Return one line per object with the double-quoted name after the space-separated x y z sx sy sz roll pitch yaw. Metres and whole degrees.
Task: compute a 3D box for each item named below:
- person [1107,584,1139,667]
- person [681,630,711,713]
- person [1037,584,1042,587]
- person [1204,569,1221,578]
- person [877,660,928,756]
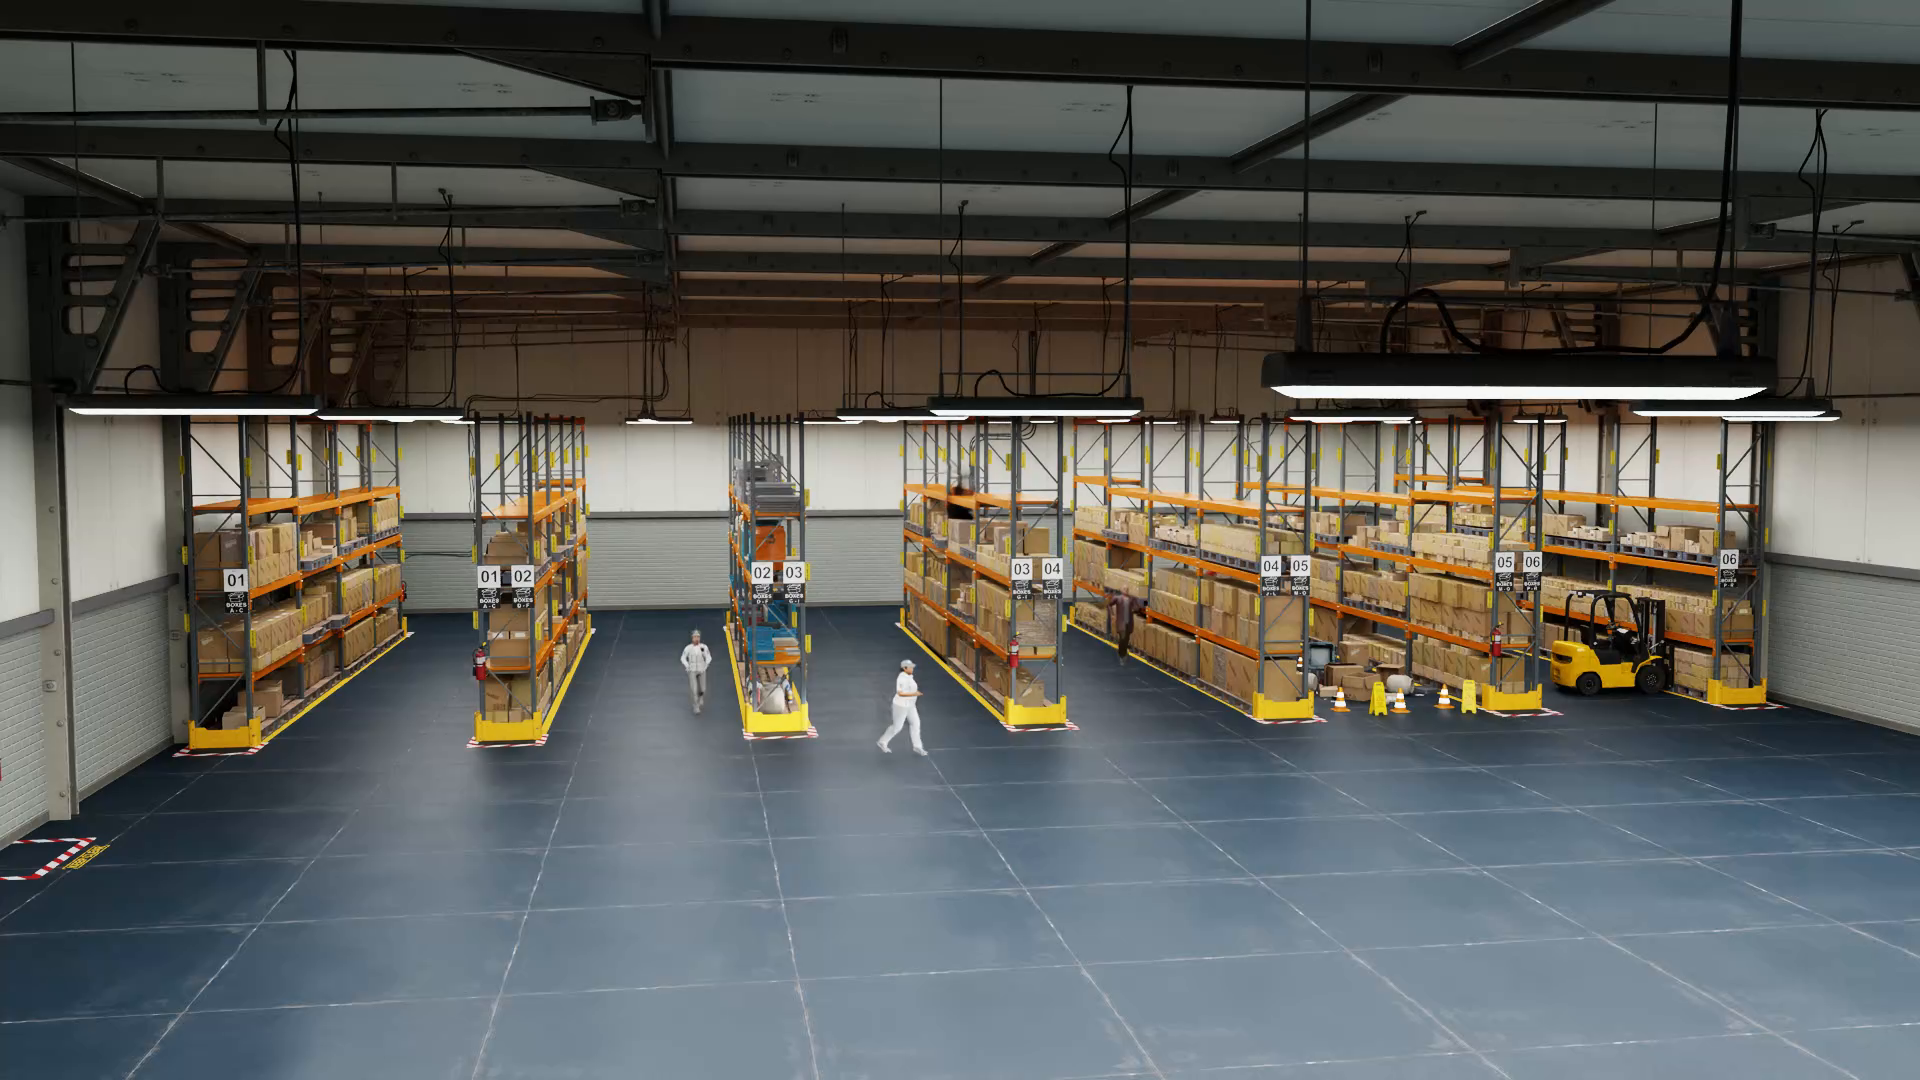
3.791 1.966 38.296 0.671 1.888 0.788 -1 4 -14 "person"
-5.300 2.631 33.416 0.614 1.634 0.560 -1 4 -13 "person"
2.343 1.756 46.330 0.618 1.679 0.609 0 4 -2 "person"
7.599 1.401 50.581 1.013 1.714 0.655 0 4 -7 "person"
-1.004 2.916 28.973 0.901 1.684 0.568 1 4 21 "person"
